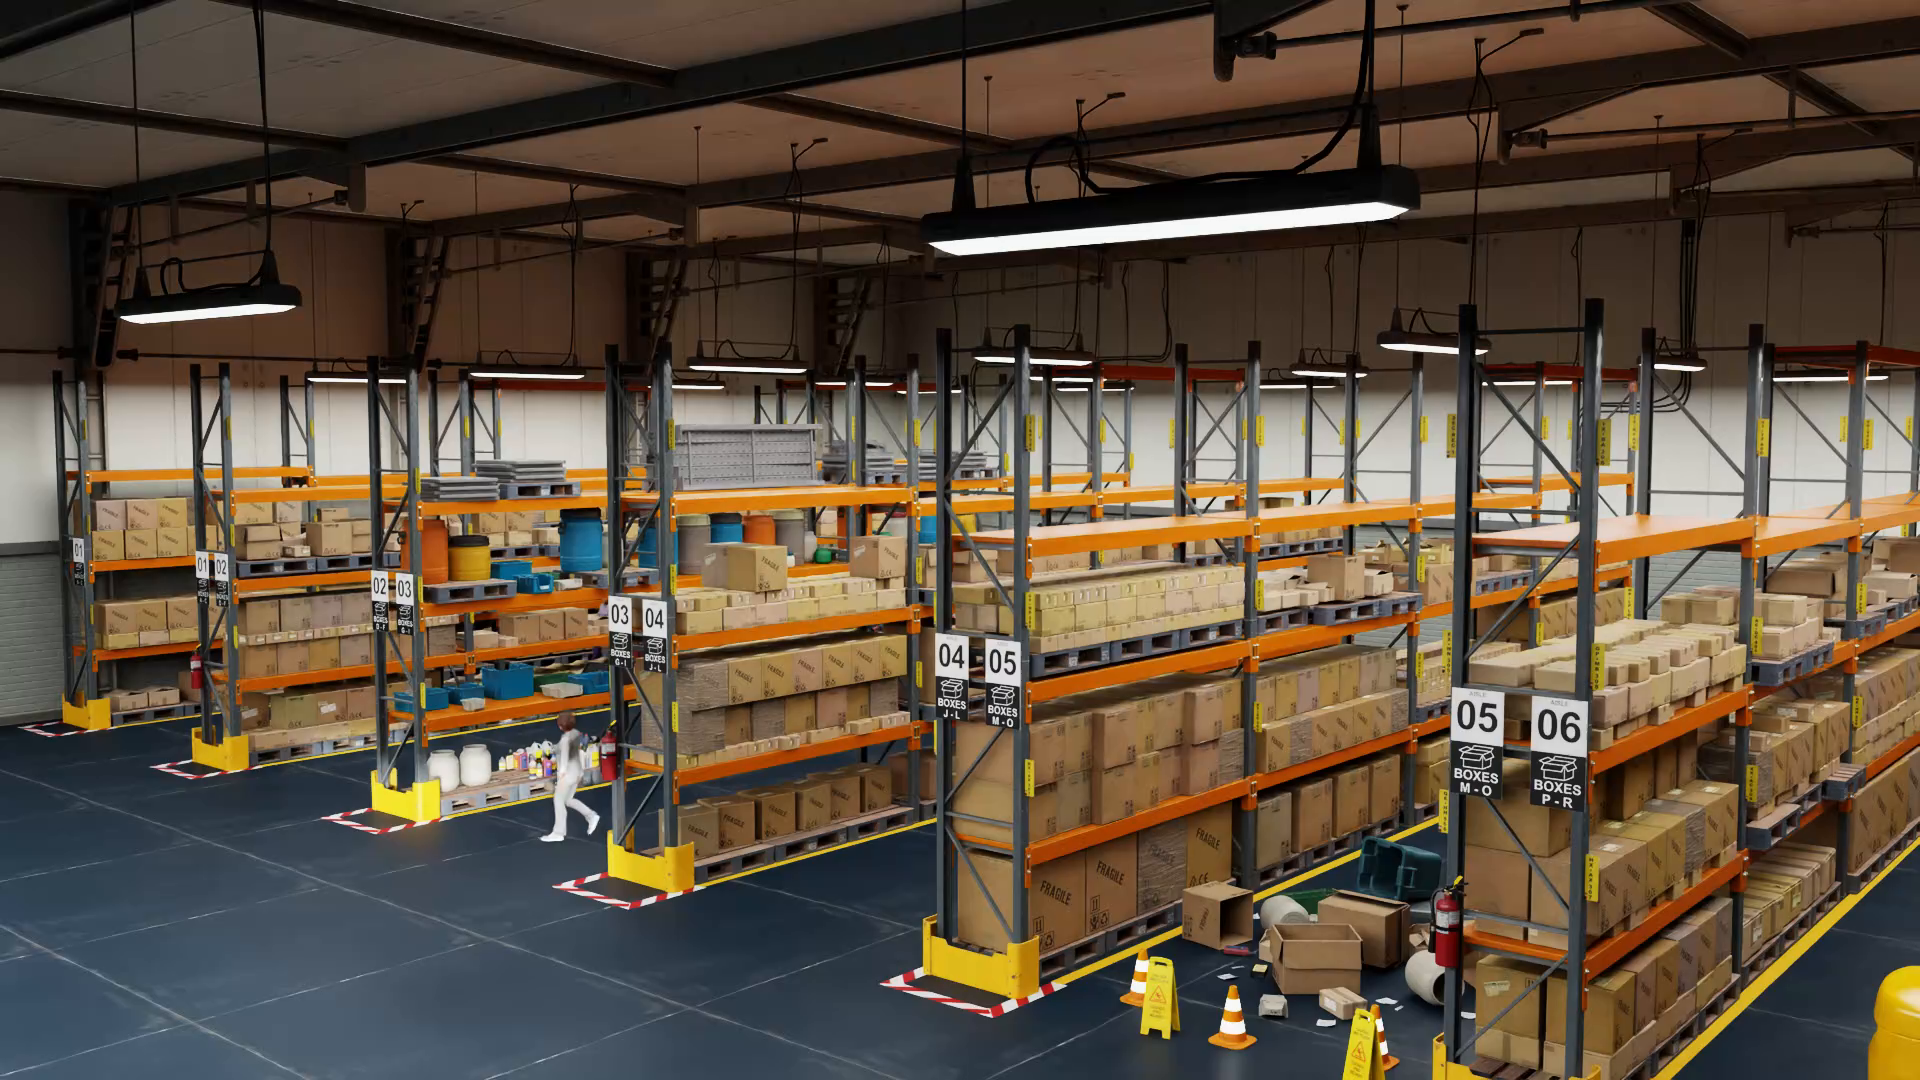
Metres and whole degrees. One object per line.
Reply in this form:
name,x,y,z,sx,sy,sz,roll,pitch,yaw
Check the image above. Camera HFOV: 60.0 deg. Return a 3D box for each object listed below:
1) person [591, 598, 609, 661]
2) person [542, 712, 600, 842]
person,-7.329,1.866,34.363,0.538,1.594,0.964,1,4,18
person,-4.764,2.901,20.372,0.694,1.570,0.469,1,4,8
